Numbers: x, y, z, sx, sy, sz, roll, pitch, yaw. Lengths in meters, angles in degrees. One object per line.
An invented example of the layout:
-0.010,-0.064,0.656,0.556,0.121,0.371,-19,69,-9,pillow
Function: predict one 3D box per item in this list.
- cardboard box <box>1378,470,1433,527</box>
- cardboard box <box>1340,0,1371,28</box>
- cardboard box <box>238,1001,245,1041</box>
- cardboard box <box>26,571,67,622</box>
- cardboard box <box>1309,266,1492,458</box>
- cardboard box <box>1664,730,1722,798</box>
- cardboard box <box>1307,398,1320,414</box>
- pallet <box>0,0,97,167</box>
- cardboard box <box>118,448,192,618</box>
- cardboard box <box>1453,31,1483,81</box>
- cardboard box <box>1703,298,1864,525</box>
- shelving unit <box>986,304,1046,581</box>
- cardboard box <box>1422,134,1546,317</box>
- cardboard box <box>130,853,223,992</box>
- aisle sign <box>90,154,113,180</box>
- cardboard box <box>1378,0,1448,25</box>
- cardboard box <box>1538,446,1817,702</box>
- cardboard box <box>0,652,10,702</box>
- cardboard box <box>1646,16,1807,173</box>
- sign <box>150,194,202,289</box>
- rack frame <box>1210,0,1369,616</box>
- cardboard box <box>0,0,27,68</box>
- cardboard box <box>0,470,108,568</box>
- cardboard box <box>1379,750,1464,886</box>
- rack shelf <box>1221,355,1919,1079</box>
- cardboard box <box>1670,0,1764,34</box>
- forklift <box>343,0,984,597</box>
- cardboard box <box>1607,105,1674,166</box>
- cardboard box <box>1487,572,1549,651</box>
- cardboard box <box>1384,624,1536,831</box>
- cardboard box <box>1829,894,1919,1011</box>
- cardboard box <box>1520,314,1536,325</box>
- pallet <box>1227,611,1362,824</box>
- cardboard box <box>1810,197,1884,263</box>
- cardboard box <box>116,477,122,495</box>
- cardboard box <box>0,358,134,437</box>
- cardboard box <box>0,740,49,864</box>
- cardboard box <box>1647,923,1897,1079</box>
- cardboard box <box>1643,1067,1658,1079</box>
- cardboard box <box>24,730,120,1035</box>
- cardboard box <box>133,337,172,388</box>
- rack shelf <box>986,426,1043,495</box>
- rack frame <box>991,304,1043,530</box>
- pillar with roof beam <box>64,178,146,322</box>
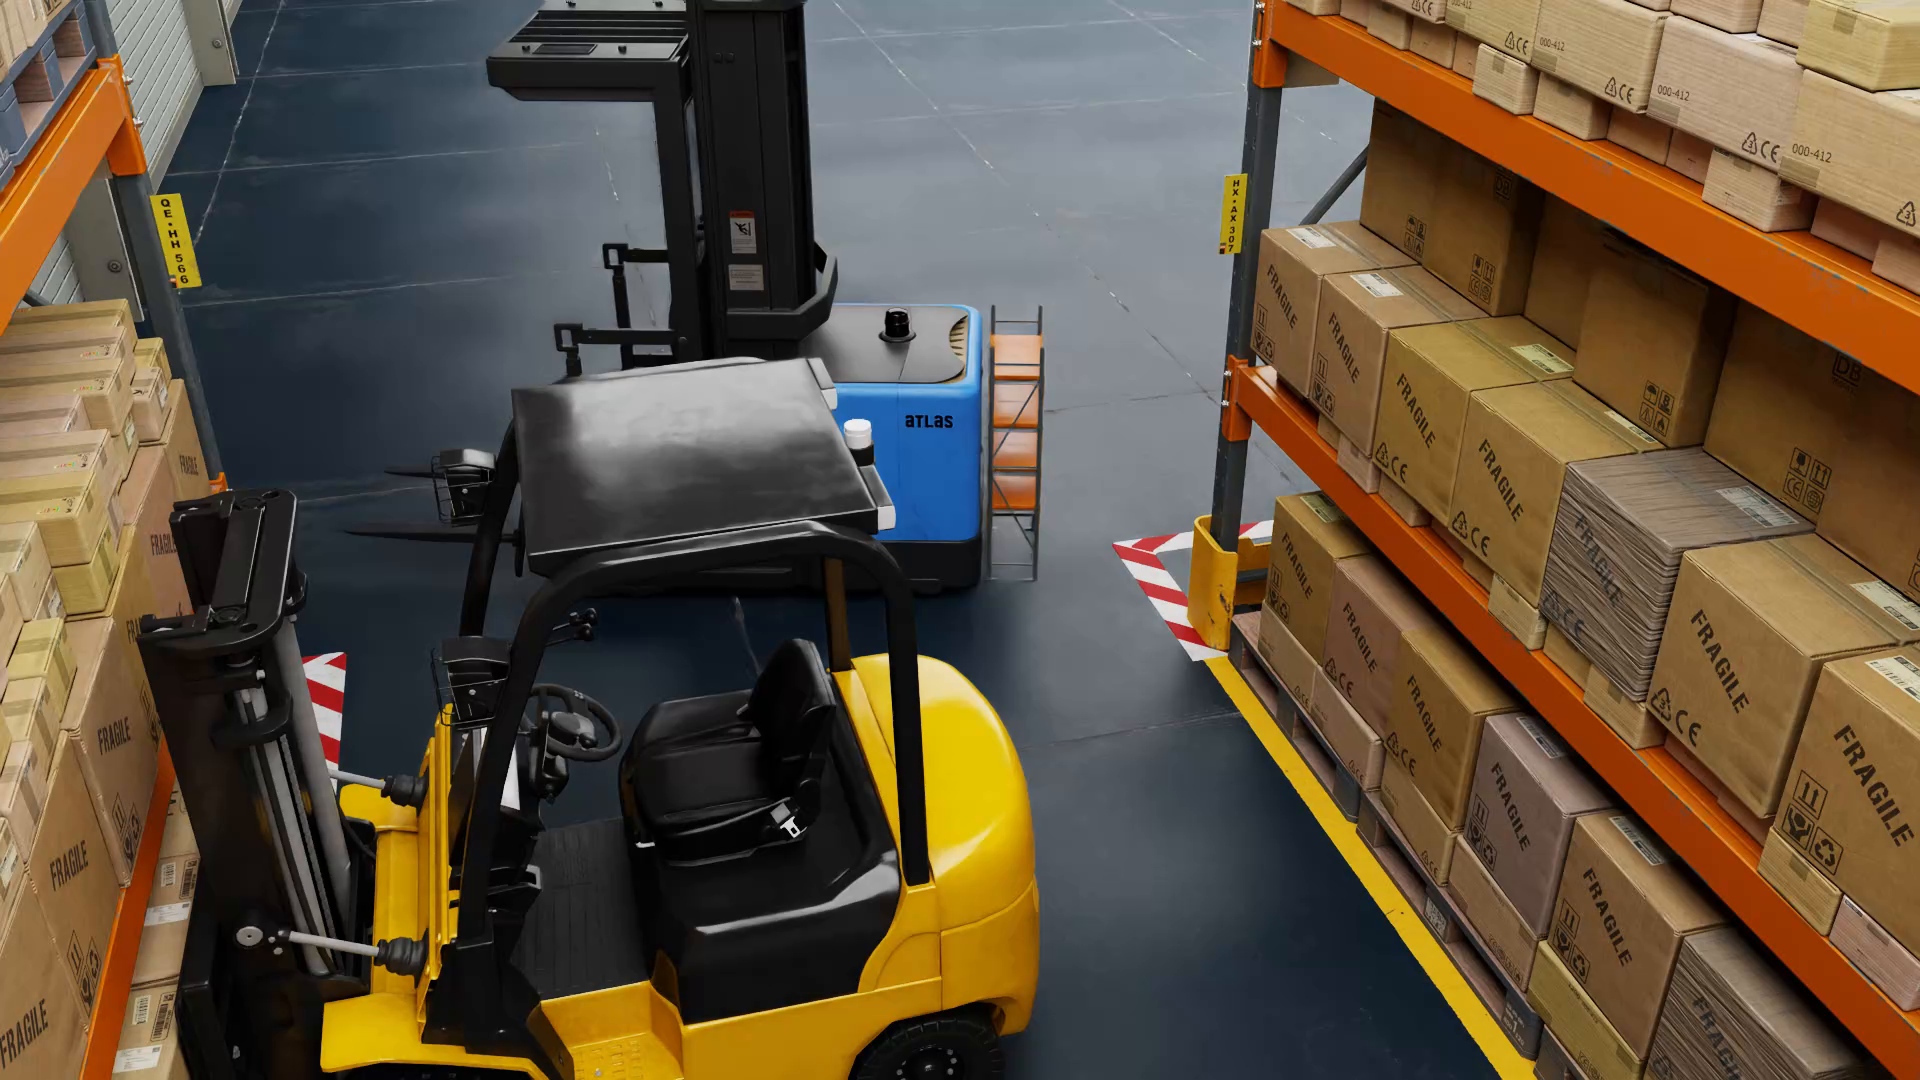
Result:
1.704,-0.188,5.831,0.380,0.149,0.250,-7,31,-12,cardboard box
1.547,-1.868,5.739,0.380,0.149,0.250,-9,31,-15,cardboard box
-2.333,1.591,4.833,0.500,0.250,0.500,-7,31,-12,cardboard box
-2.463,0.220,4.128,0.380,0.149,0.250,-8,31,-14,cardboard box
1.615,-0.653,5.987,0.500,0.500,0.500,-7,31,-12,cardboard box
2.179,0.552,4.554,0.380,0.149,0.250,-8,31,-14,cardboard box
1.587,-0.576,6.502,0.380,0.149,0.250,-7,31,-13,cardboard box
-3.006,-1.250,4.509,1.003,0.211,1.213,-8,31,-13,pallet
-2.656,0.077,5.023,0.500,0.500,0.500,-7,31,-12,cardboard box
1.748,-1.491,5.088,0.380,0.149,0.250,-9,31,-15,cardboard box
2.548,-0.406,4.563,0.700,0.500,0.500,-9,31,-14,cardboard box
0.256,-0.451,7.830,0.258,1.200,0.503,1,30,1,shelving unit
2.089,-1.138,5.827,0.700,0.500,0.500,-8,31,-13,cardboard box
-2.334,1.156,4.586,0.500,0.250,0.500,-8,31,-14,cardboard box
-2.903,-1.531,5.305,0.394,0.787,0.004,-8,31,-13,aisle sign
1.617,-1.836,5.286,0.500,0.250,0.500,-8,31,-14,cardboard box
2.035,0.084,4.713,0.500,0.500,0.500,-7,31,-12,cardboard box
-2.324,0.339,3.625,0.380,0.149,0.250,-8,31,-13,cardboard box
2.045,-1.096,4.008,0.500,0.250,0.500,-8,31,-14,cardboard box
-2.642,-1.004,5.598,0.100,0.325,0.005,-8,31,-13,sign
1.616,-0.996,6.977,1.000,3.000,0.127,-8,31,-13,rack frame
-2.589,-1.317,4.153,0.396,0.266,0.258,-8,31,-13,cardboard box
-2.435,-0.039,4.279,0.380,0.149,0.250,-7,31,-12,cardboard box
1.849,0.948,5.944,0.500,0.250,0.500,-6,31,-10,cardboard box
2.147,0.281,5.489,1.077,0.370,4.000,-8,31,-13,rack shelf
1.974,-1.341,4.033,0.380,0.149,0.250,-7,31,-13,cardboard box
-1.406,-1.267,7.513,3.031,2.935,1.130,1,30,1,forklift
1.982,-1.125,4.456,0.380,0.149,0.250,-8,31,-14,cardboard box
1.883,0.192,5.174,0.380,0.149,0.250,-8,31,-13,cardboard box
1.839,0.620,5.761,0.500,0.500,0.500,-7,31,-12,cardboard box
2.299,0.929,3.901,0.380,0.149,0.250,-8,31,-14,cardboard box
2.154,-0.701,6.069,0.500,0.500,0.500,-8,31,-13,cardboard box
1.818,0.644,6.926,1.003,0.211,1.213,-8,31,-13,pallet
2.205,-0.749,3.806,0.380,0.149,0.250,-9,31,-15,cardboard box
-2.645,-0.154,4.775,0.380,0.149,0.250,-8,31,-14,cardboard box
-2.679,-0.405,4.911,0.380,0.149,0.250,-7,31,-12,cardboard box
-2.166,0.581,3.504,0.380,0.149,0.250,-8,31,-14,cardboard box
2.262,1.369,4.467,0.500,0.500,0.500,-8,31,-14,cardboard box
2.262,1.694,4.655,0.500,0.250,0.500,-6,31,-11,cardboard box
-2.263,0.811,3.754,0.500,0.500,0.500,-8,31,-14,cardboard box
-2.806,-0.528,5.421,0.380,0.149,0.250,-7,31,-13,cardboard box
0.255,-0.393,7.863,0.258,0.148,0.480,1,30,1,rack shelf
0.262,-0.573,8.041,0.240,1.200,0.015,1,30,1,rack frame
-1.295,-5.945,9.539,9.100,9.000,0.400,-8,31,-13,pillar with roof beam
